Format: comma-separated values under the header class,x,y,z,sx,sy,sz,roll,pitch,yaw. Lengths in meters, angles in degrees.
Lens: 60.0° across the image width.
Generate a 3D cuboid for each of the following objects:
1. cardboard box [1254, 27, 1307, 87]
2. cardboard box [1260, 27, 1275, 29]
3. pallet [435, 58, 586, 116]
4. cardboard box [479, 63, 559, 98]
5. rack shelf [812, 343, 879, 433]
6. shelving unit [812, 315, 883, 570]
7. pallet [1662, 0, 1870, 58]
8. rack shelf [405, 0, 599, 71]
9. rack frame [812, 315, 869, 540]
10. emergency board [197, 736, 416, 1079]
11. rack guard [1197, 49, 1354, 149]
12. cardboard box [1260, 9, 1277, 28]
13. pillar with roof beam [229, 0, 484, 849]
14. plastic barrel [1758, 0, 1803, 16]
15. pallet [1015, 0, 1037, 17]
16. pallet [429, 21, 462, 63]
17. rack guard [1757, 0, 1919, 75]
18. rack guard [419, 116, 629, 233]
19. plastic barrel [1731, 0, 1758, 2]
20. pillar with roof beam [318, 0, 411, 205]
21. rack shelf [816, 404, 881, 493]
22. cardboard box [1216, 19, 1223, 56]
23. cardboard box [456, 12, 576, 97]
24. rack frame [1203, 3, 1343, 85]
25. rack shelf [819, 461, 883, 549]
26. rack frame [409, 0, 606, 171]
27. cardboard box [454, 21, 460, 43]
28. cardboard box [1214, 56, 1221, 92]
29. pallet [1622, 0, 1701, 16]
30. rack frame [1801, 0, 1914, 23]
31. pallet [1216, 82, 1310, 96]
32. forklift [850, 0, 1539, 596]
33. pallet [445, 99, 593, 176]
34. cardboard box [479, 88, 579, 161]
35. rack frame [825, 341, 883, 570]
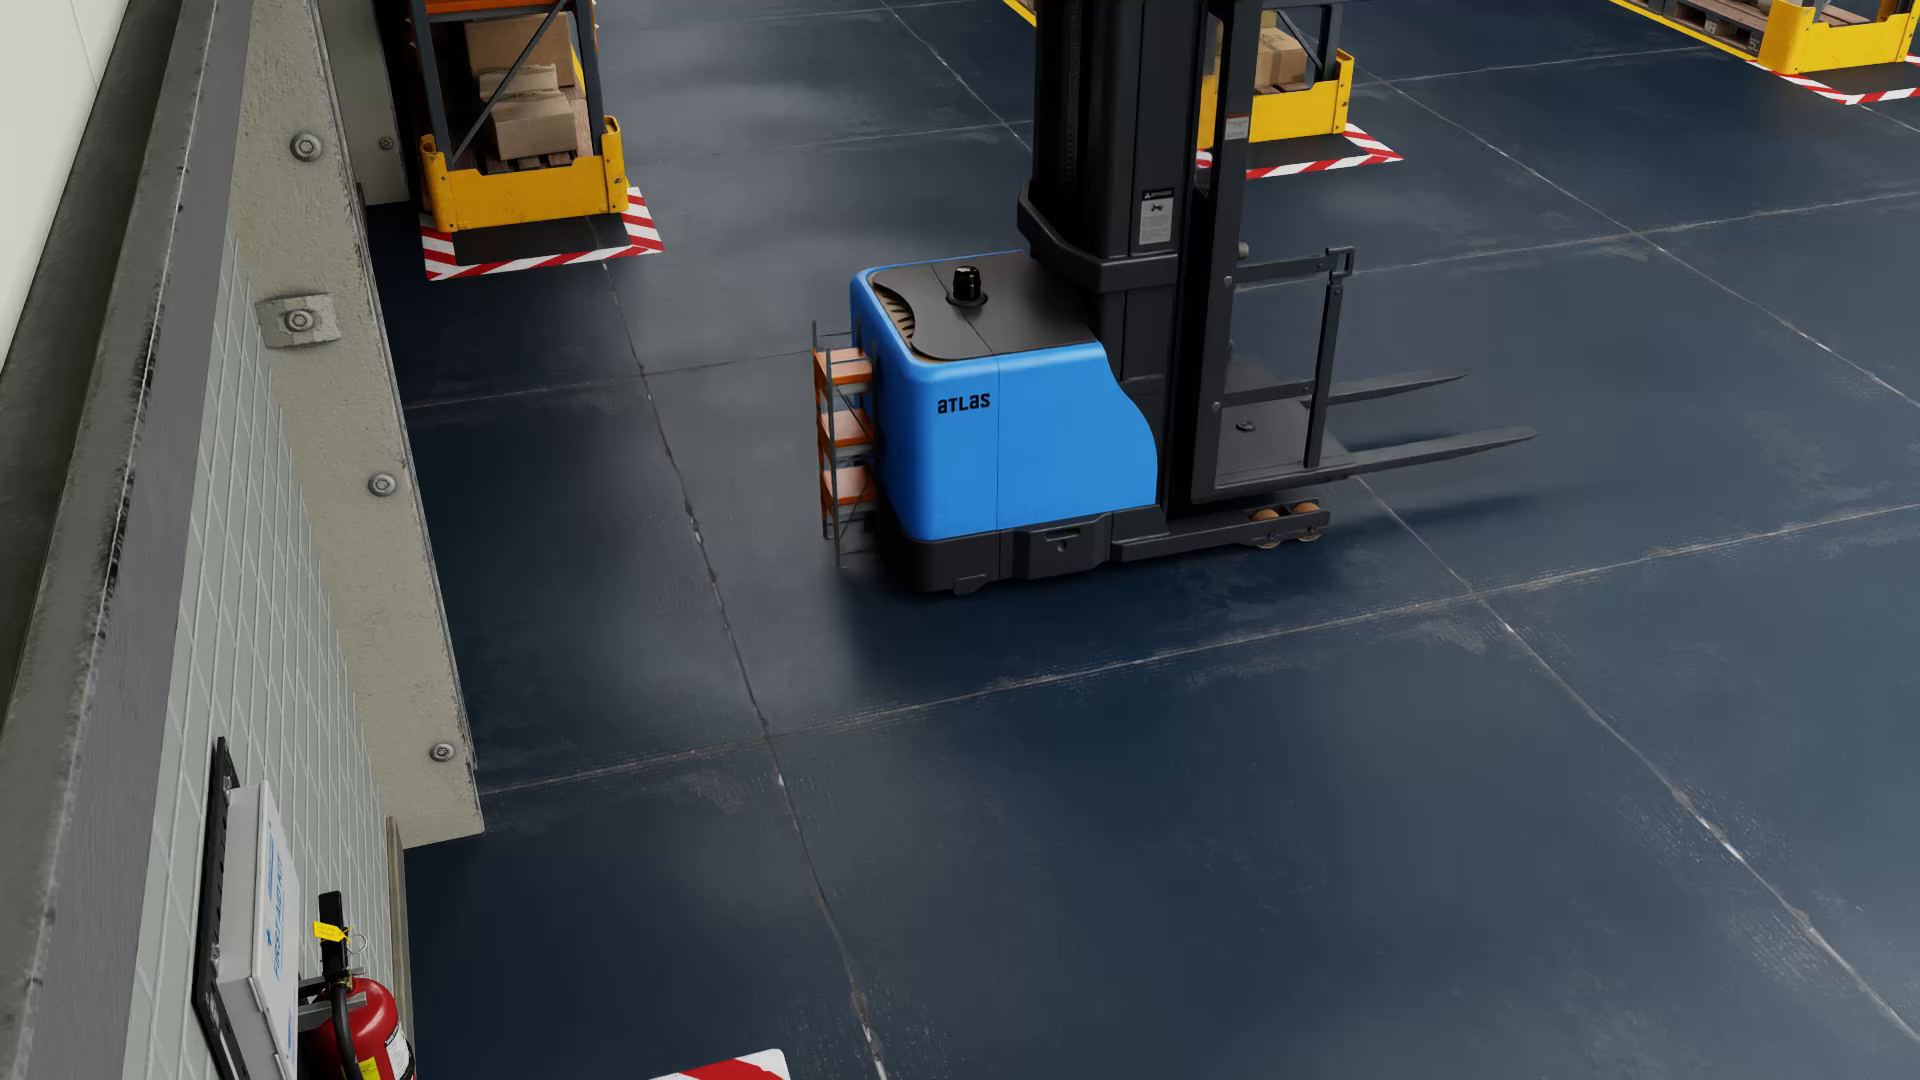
class,x,y,z,sx,sy,sz,roll,pitch,yaw
cardboard box,2.126,-3.434,11.839,0.500,0.250,0.500,-10,35,-15
cardboard box,1.970,-3.696,12.236,0.500,0.250,0.500,-10,35,-15
pallet,-3.244,-3.200,11.902,1.003,0.211,1.213,-10,35,-15
cardboard box,-2.937,-2.992,11.096,0.500,0.311,0.500,-7,34,-11
rack shelf,-0.463,-0.619,6.739,0.215,0.259,0.240,-10,35,-14
shelving unit,-0.463,-0.392,6.890,0.215,1.050,0.252,-10,35,-14
pallet,6.486,-4.214,13.436,1.003,0.211,1.213,-10,35,-15
rack shelf,-3.248,-4.002,11.238,1.077,0.370,4.000,-10,35,-15
rack frame,-0.498,-0.456,6.987,0.200,1.050,0.008,-10,35,-14
emergency board,-1.128,0.980,3.046,0.194,1.169,0.643,-10,35,-15
rack guard,2.086,-3.032,11.384,1.175,0.500,0.348,-10,35,-15
cardboard box,1.972,-4.009,12.029,0.500,0.500,0.500,-10,35,-15
pillar with roof beam,2.254,-3.551,4.461,9.100,9.000,0.400,-10,35,-15
plastic barrel,6.523,-4.388,13.045,0.421,0.512,0.421,0,33,0
pallet,1.061,-4.599,14.019,1.003,0.211,1.213,-10,35,-15
pallet,-3.620,-3.842,12.873,1.003,0.211,1.213,-10,35,-15
rack guard,6.729,-3.907,12.709,1.175,0.500,0.348,-10,35,-15
rack guard,-2.661,-2.249,10.200,1.175,0.500,0.348,-10,35,-15
plastic barrel,6.370,-4.651,13.444,0.421,0.512,0.421,0,33,0
pillar with roof beam,0.424,-6.701,9.228,9.100,9.000,0.400,-10,35,-15
rack shelf,-0.463,-0.383,6.896,0.215,0.259,0.240,-10,35,-14
cardboard box,1.631,-3.659,11.500,0.500,0.500,0.500,-10,35,-15
cardboard box,-3.114,-3.464,11.640,0.700,0.500,0.500,-12,35,-18
rack frame,2.078,-4.087,10.714,1.000,3.000,0.127,-10,35,-15
rack shelf,-0.463,-0.151,7.049,0.215,0.259,0.240,-10,35,-14
rack frame,-2.638,-3.252,9.451,1.000,3.000,0.127,-10,35,-15
cardboard box,-3.504,-3.955,12.382,0.500,0.500,0.500,-13,35,-18
cardboard box,1.633,-3.347,11.707,0.500,0.250,0.500,-10,35,-15
pallet,6.117,-4.853,14.404,1.003,0.211,1.213,-10,35,-15
rack frame,6.797,-4.918,11.972,1.000,3.000,0.127,-10,35,-15
pallet,1.805,-3.318,12.080,1.003,0.211,1.213,-10,35,-15
forklift,1.096,-1.455,6.793,3.031,2.935,1.130,-10,35,-14
pallet,-2.876,-2.561,10.934,1.003,0.211,1.213,-10,35,-15
cardboard box,-2.764,-2.692,10.643,0.500,0.311,0.500,-14,36,-20
rack frame,-0.427,-0.327,6.793,0.200,1.050,0.008,-10,35,-14
